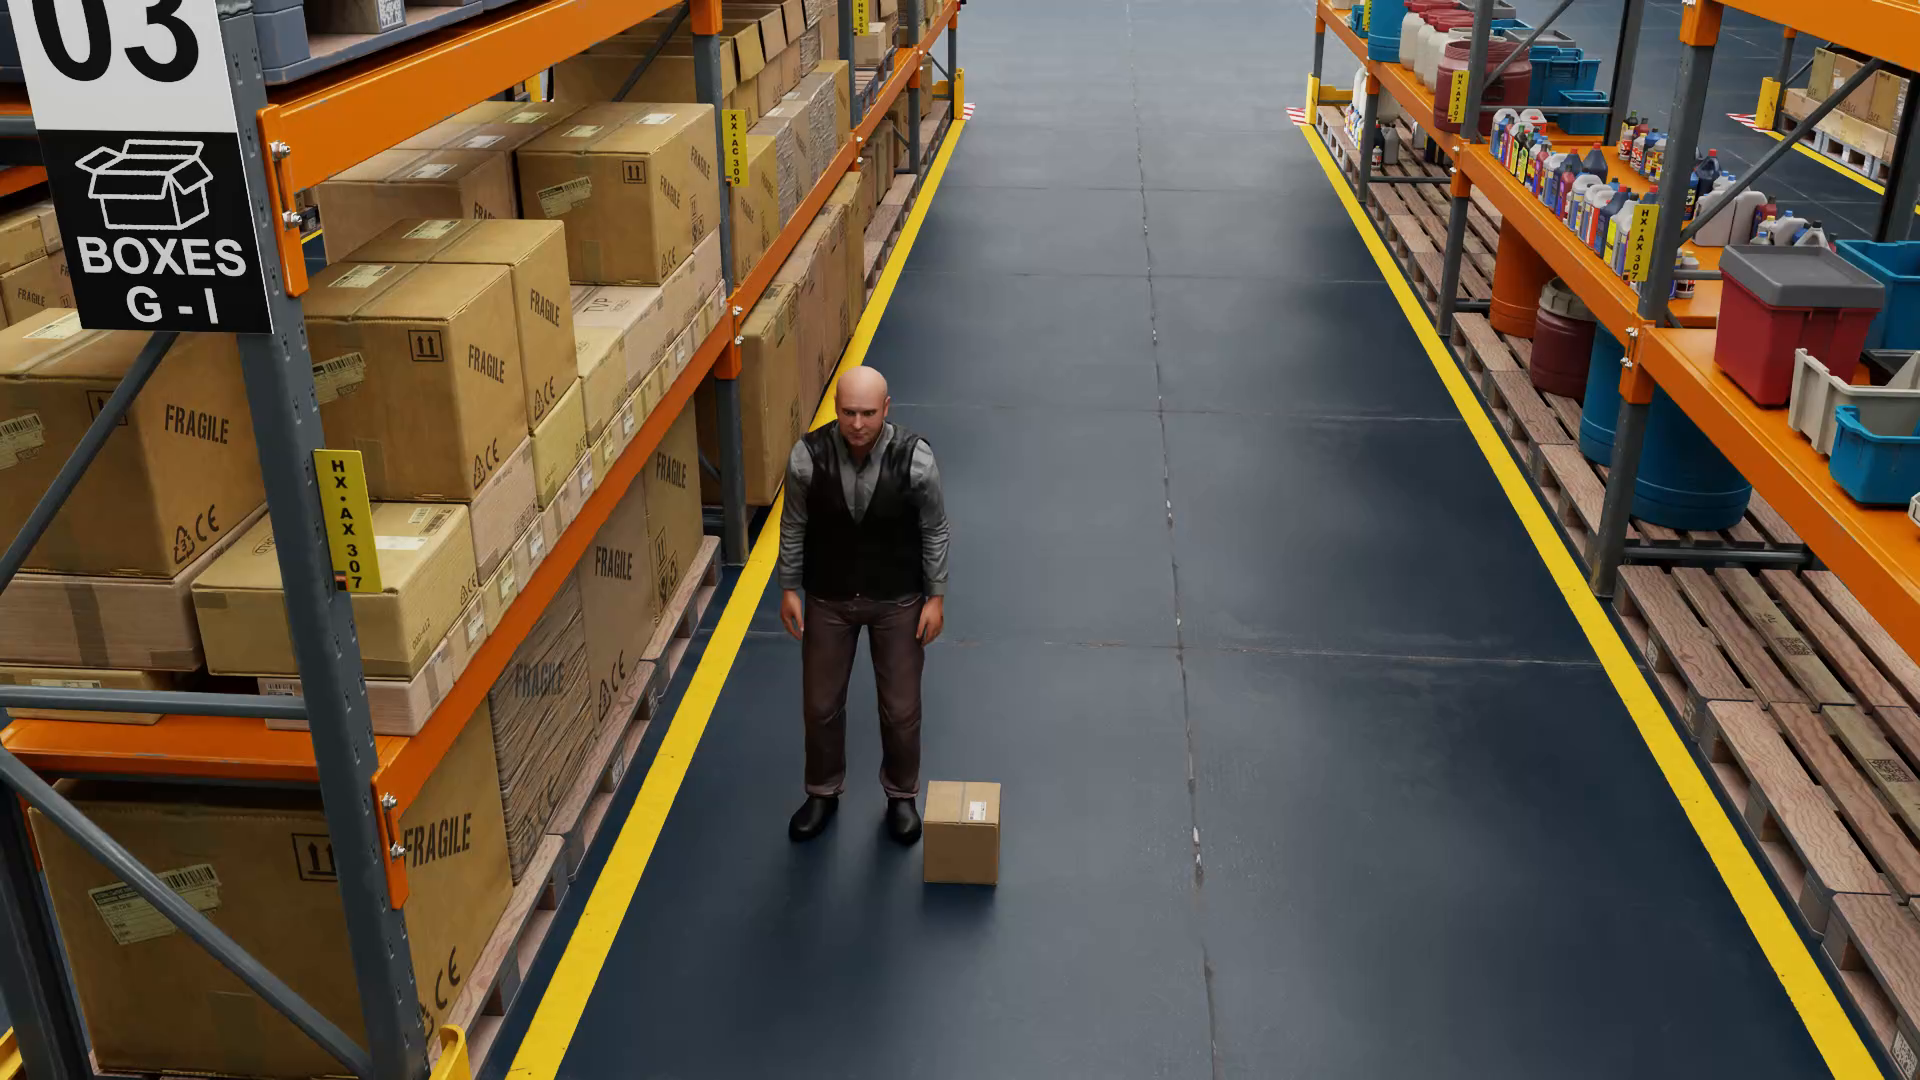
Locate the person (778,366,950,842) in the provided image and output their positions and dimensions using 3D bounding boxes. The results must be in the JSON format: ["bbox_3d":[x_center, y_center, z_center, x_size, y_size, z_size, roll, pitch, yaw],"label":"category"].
[{"bbox_3d":[-0.326,0.207,5.677,0.580,1.720,0.421,2,24,4],"label":"person"}]
